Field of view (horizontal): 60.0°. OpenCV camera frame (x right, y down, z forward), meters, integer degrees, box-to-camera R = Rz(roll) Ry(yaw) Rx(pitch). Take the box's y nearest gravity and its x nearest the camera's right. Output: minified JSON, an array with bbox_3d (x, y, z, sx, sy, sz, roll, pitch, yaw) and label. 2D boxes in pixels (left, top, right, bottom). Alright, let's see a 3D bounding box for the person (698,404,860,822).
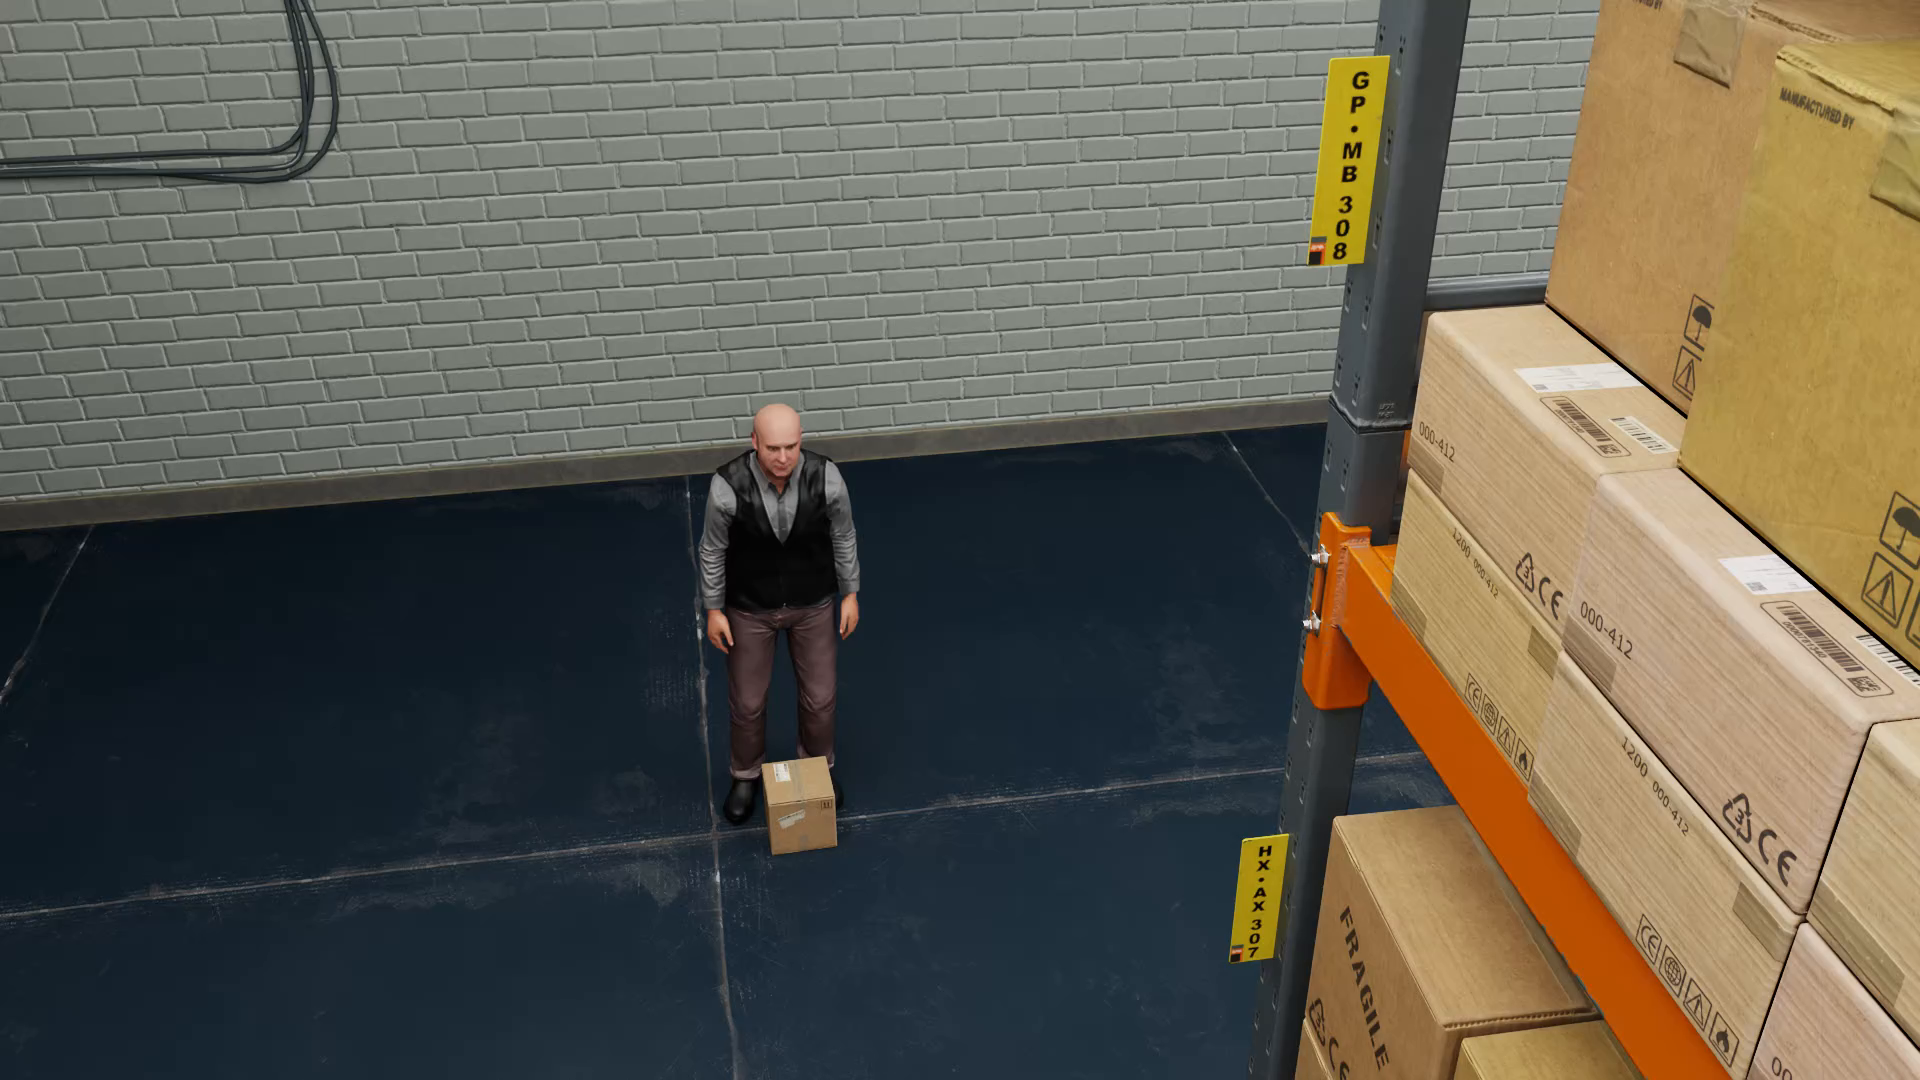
[{"bbox_3d":[-0.668,0.243,6.241,0.590,1.722,0.412,-6,31,-11],"label":"person"}]
